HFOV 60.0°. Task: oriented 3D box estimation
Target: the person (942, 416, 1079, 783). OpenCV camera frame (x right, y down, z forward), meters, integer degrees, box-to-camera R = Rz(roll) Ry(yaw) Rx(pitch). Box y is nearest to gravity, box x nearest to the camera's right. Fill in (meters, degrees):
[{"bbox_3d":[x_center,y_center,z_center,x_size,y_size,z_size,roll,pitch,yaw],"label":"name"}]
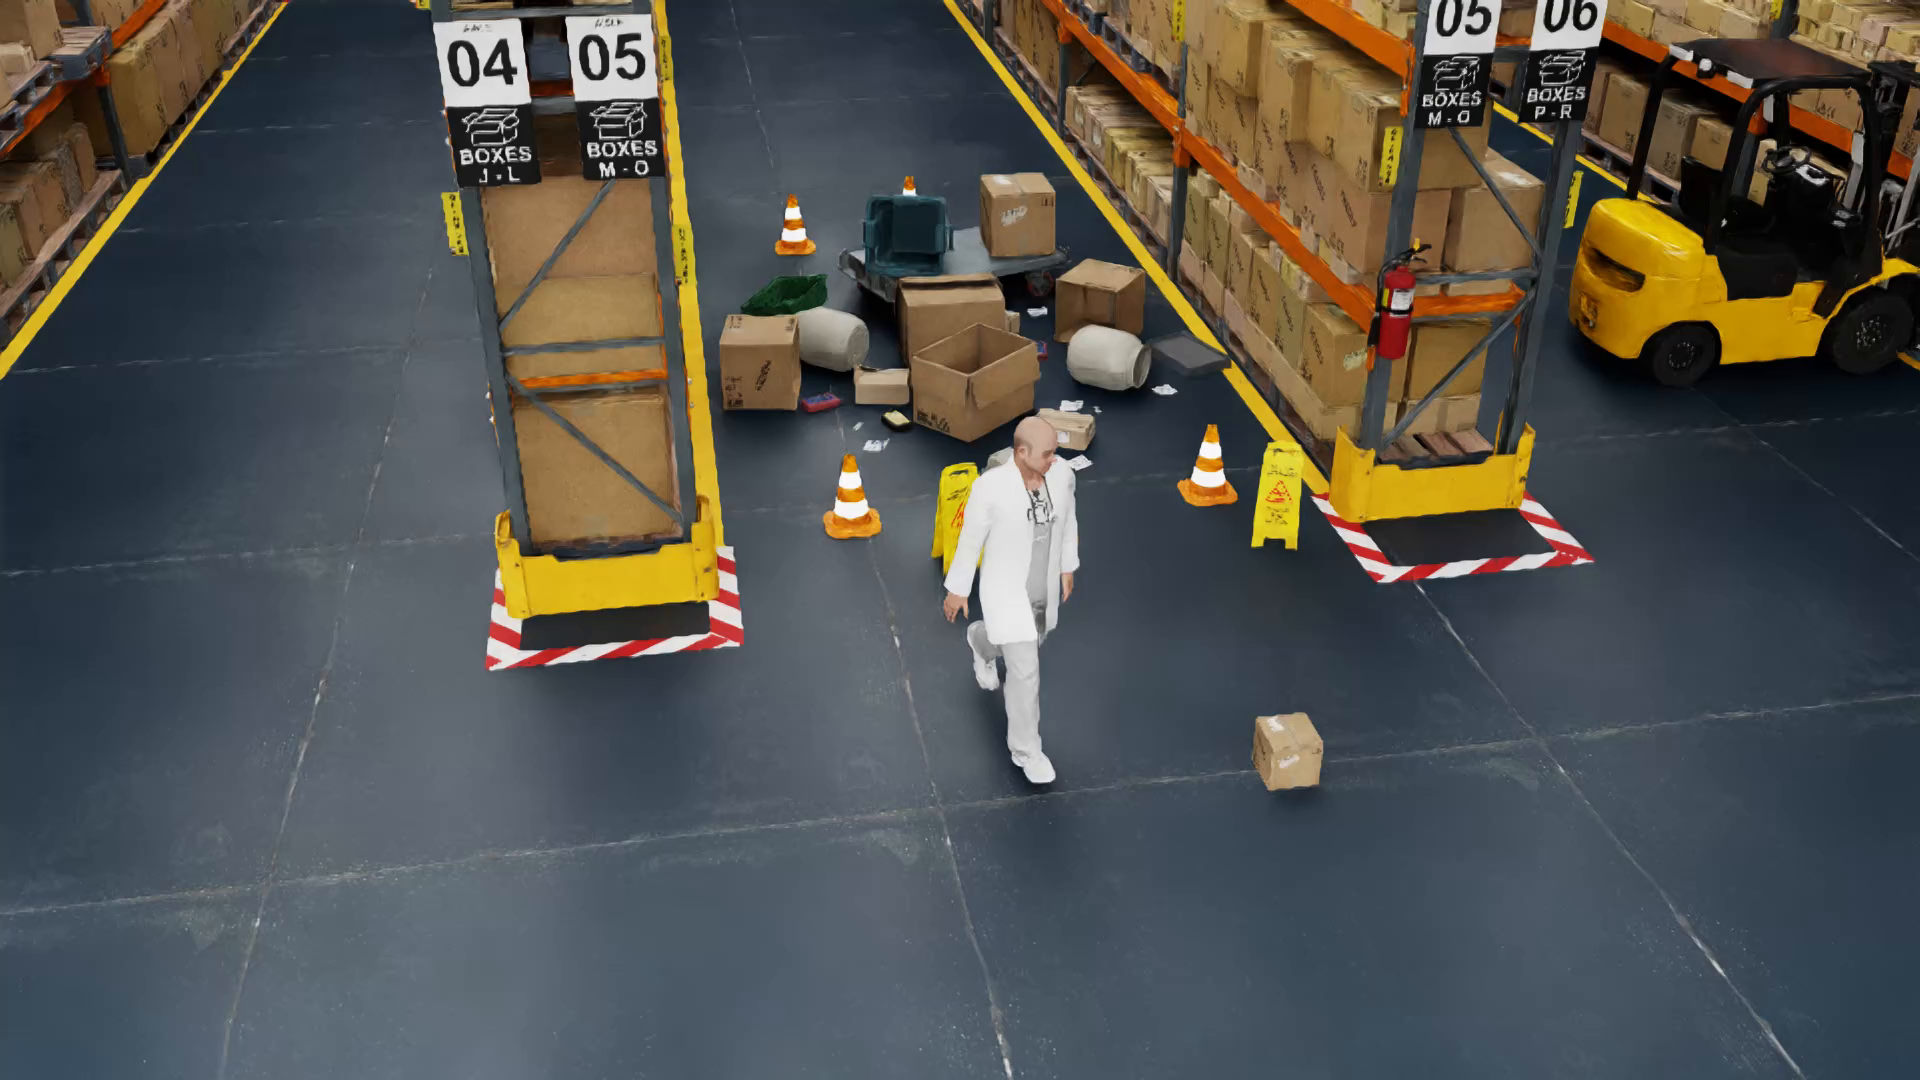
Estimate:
[{"bbox_3d":[0.252,0.182,7.872,0.666,1.735,1.094,-19,35,-29],"label":"person"}]
